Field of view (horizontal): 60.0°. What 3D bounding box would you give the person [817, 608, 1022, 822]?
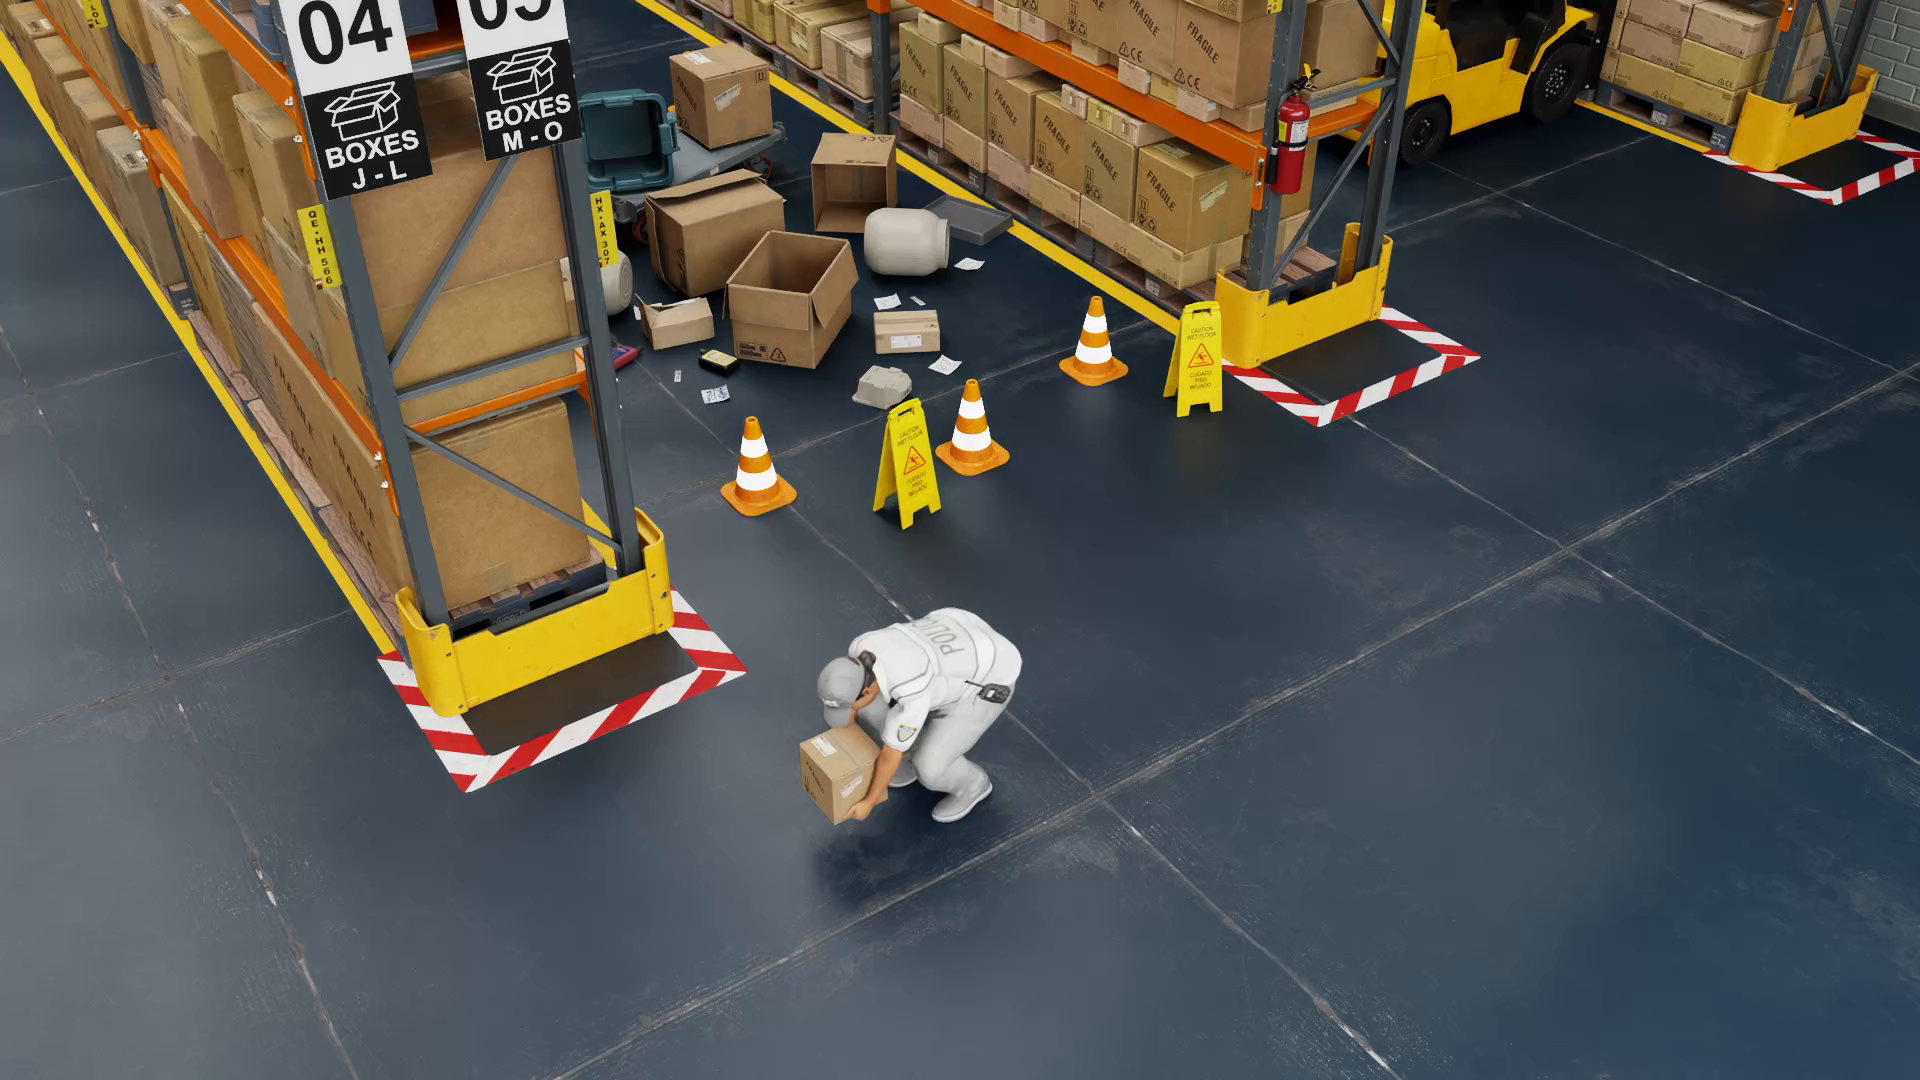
[{"bbox_3d":[-0.174,0.702,6.667,0.901,0.943,0.510,-24,43,-29],"label":"person"}]
